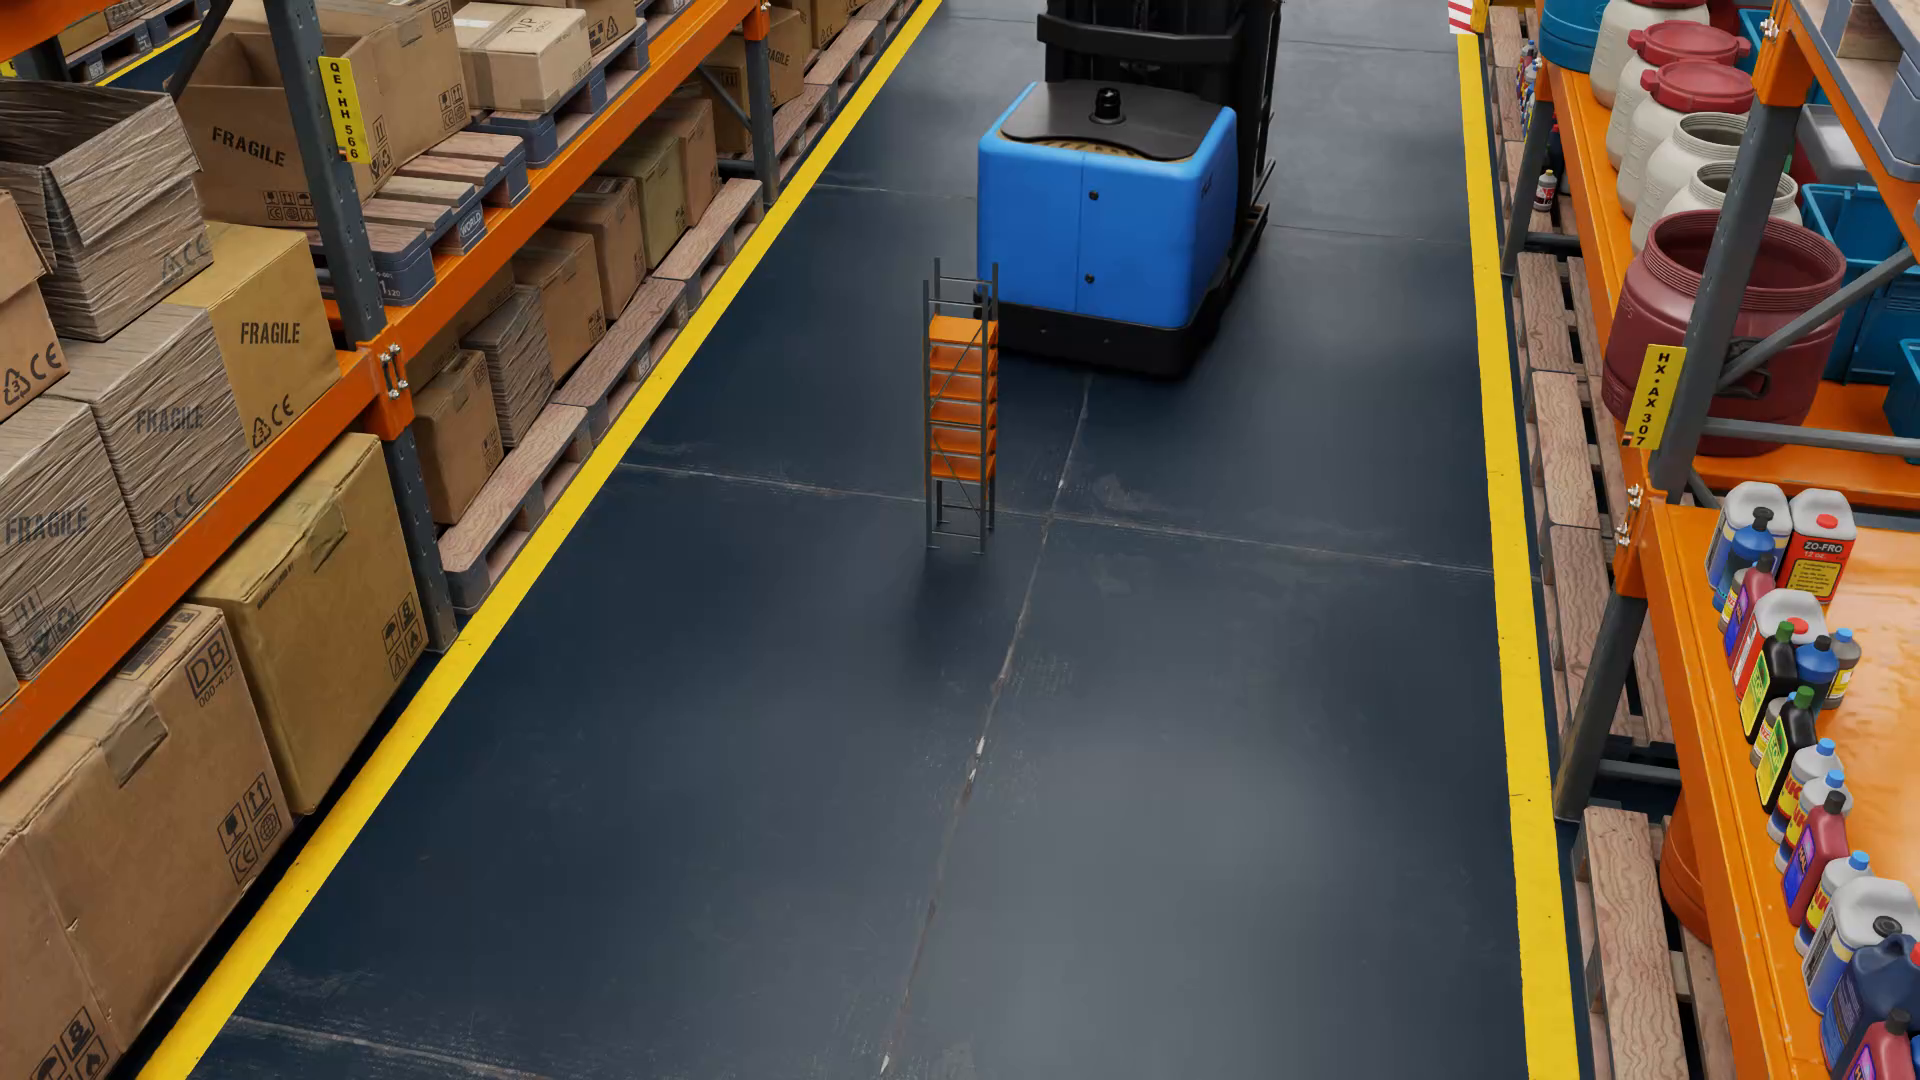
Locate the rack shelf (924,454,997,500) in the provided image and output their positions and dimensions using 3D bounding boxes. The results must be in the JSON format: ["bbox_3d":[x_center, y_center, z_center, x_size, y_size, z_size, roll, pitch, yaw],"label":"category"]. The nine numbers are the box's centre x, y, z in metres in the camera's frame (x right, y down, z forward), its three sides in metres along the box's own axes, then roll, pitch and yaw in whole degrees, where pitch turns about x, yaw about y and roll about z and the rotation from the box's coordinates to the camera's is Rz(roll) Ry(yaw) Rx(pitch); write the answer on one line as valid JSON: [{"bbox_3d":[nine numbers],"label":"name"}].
[{"bbox_3d":[0.003,-0.264,6.576,0.258,0.103,0.180,7,37,10],"label":"rack shelf"}]

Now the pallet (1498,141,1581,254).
[{"bbox_3d":[3.494,-1.806,9.061,1.003,0.211,1.213,7,37,10],"label":"pallet"}]

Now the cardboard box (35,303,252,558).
[{"bbox_3d":[-2.359,-0.324,4.556,0.500,0.500,0.500,7,37,10],"label":"cardboard box"}]

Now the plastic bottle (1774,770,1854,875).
[{"bbox_3d":[1.798,0.591,3.488,0.097,0.271,0.097,0,36,0],"label":"plastic bottle"}]

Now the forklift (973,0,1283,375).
[{"bbox_3d":[1.039,-2.811,8.131,1.130,2.935,3.031,12,38,16],"label":"forklift"}]

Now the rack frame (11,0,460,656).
[{"bbox_3d":[-2.383,-0.882,5.412,1.000,3.000,0.127,7,37,10],"label":"rack frame"}]

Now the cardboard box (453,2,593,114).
[{"bbox_3d":[-1.801,-1.924,6.618,0.500,0.250,0.500,6,36,9],"label":"cardboard box"}]

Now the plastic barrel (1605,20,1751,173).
[{"bbox_3d":[2.734,-1.668,6.380,0.433,0.535,0.433,0,36,0],"label":"plastic barrel"}]

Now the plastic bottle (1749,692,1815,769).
[{"bbox_3d":[1.868,0.431,3.768,0.097,0.201,0.097,0,36,0],"label":"plastic bottle"}]

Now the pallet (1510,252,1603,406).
[{"bbox_3d":[3.180,-0.971,7.909,1.003,0.211,1.213,7,37,10],"label":"pallet"}]

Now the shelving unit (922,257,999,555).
[{"bbox_3d":[0.003,-0.494,6.409,0.258,1.200,0.189,7,37,10],"label":"shelving unit"}]

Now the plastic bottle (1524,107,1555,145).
[{"bbox_3d":[3.276,-2.361,9.334,0.144,0.351,0.185,7,37,10],"label":"plastic bottle"}]

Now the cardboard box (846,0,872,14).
[{"bbox_3d":[-0.919,-3.924,11.380,0.500,0.500,0.500,17,39,22],"label":"cardboard box"}]

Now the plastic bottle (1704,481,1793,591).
[{"bbox_3d":[2.047,-0.004,4.305,0.152,0.276,0.135,7,37,10],"label":"plastic bottle"}]

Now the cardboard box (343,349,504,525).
[{"bbox_3d":[-2.260,-0.435,6.549,0.700,0.500,0.500,5,36,8],"label":"cardboard box"}]

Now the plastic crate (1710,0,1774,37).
[{"bbox_3d":[3.505,-2.265,7.264,0.402,0.464,0.583,7,37,10],"label":"plastic crate"}]

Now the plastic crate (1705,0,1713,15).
[{"bbox_3d":[3.546,-2.814,8.129,0.767,0.338,0.504,7,37,10],"label":"plastic crate"}]

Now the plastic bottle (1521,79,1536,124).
[{"bbox_3d":[3.334,-2.551,9.664,0.097,0.271,0.097,0,36,0],"label":"plastic bottle"}]

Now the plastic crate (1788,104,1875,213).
[{"bbox_3d":[3.099,-1.176,5.761,0.402,0.464,0.583,7,37,10],"label":"plastic crate"}]

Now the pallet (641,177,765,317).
[{"bbox_3d":[-1.694,-1.600,8.778,1.003,0.211,1.213,7,37,10],"label":"pallet"}]

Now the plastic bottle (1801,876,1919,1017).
[{"bbox_3d":[1.751,0.791,3.208,0.152,0.276,0.135,7,37,10],"label":"plastic bottle"}]

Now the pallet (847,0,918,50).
[{"bbox_3d":[-0.899,-3.835,11.861,1.003,0.211,1.213,7,37,10],"label":"pallet"}]

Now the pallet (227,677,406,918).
[{"bbox_3d":[-2.625,0.689,5.619,1.003,0.211,1.213,7,37,10],"label":"pallet"}]

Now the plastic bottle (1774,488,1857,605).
[{"bbox_3d":[2.196,0.015,4.279,0.152,0.276,0.135,7,37,10],"label":"plastic bottle"}]

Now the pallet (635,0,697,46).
[{"bbox_3d":[-1.834,-2.678,8.052,1.003,0.211,1.213,7,37,10],"label":"pallet"}]

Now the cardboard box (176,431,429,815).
[{"bbox_3d":[-2.551,0.201,5.370,1.225,0.875,0.875,6,36,8],"label":"cardboard box"}]

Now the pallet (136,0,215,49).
[{"bbox_3d":[-5.856,-3.854,11.888,1.003,0.211,1.213,7,37,10],"label":"pallet"}]

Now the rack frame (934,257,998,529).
[{"bbox_3d":[0.023,-0.547,6.482,0.240,1.200,0.006,7,37,10],"label":"rack frame"}]

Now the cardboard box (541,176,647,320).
[{"bbox_3d":[-1.921,-1.400,7.881,0.700,0.500,0.500,4,36,6],"label":"cardboard box"}]

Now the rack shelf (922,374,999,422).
[{"bbox_3d":[0.003,-0.555,6.365,0.258,0.103,0.180,7,37,10],"label":"rack shelf"}]

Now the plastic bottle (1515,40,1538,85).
[{"bbox_3d":[3.472,-2.921,10.174,0.097,0.271,0.097,0,36,0],"label":"plastic bottle"}]

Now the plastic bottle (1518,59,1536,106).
[{"bbox_3d":[3.399,-2.725,9.903,0.097,0.271,0.097,0,36,0],"label":"plastic bottle"}]

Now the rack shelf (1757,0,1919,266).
[{"bbox_3d":[2.028,-0.038,2.304,1.077,0.370,4.000,7,37,10],"label":"rack shelf"}]

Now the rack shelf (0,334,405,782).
[{"bbox_3d":[-2.811,0.555,4.041,1.077,0.370,4.000,7,37,10],"label":"rack shelf"}]

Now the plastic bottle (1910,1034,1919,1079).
[{"bbox_3d":[1.719,0.970,2.966,0.097,0.271,0.097,0,36,0],"label":"plastic bottle"}]

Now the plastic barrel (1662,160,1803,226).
[{"bbox_3d":[2.466,-0.923,5.373,0.421,0.512,0.421,0,36,0],"label":"plastic barrel"}]

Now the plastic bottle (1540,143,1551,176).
[{"bbox_3d":[3.090,-1.950,8.825,0.061,0.283,0.133,9,37,12],"label":"plastic bottle"}]

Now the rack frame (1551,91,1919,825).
[{"bbox_3d":[2.455,-0.262,4.555,1.000,3.000,0.127,7,37,10],"label":"rack frame"}]

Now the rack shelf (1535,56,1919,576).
[{"bbox_3d":[2.882,-1.117,6.348,1.077,0.370,4.000,7,37,10],"label":"rack shelf"}]

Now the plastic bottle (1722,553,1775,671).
[{"bbox_3d":[1.932,0.176,4.051,0.061,0.283,0.133,7,37,10],"label":"plastic bottle"}]

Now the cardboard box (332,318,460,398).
[{"bbox_3d":[-2.270,-0.740,6.331,0.500,0.250,0.500,9,37,12],"label":"cardboard box"}]

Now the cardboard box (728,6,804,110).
[{"bbox_3d":[-1.290,-2.887,9.950,0.500,0.500,0.500,19,40,24],"label":"cardboard box"}]

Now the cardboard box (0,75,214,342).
[{"bbox_3d":[-2.555,-0.912,4.512,0.797,0.503,0.637,9,37,12],"label":"cardboard box"}]

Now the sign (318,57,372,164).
[{"bbox_3d":[-1.841,-1.284,4.978,0.100,0.325,0.005,7,37,10],"label":"sign"}]
